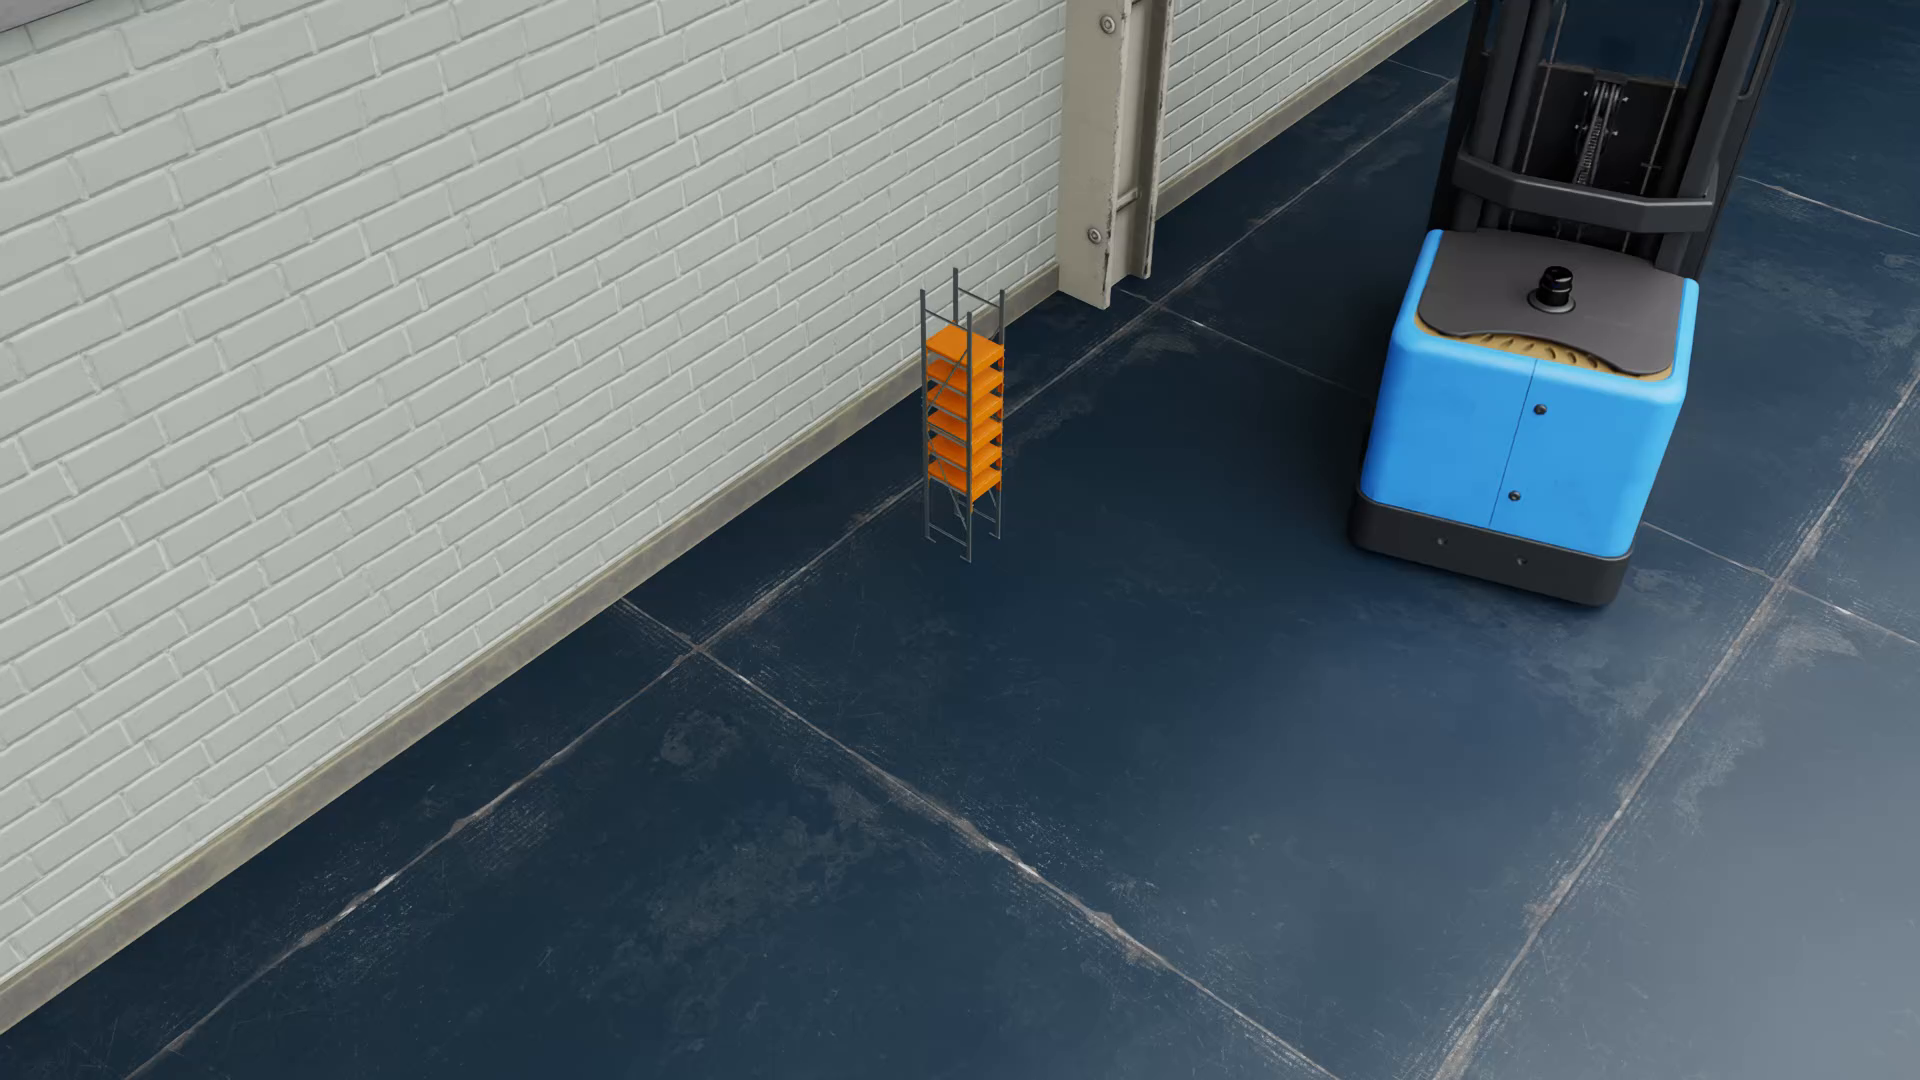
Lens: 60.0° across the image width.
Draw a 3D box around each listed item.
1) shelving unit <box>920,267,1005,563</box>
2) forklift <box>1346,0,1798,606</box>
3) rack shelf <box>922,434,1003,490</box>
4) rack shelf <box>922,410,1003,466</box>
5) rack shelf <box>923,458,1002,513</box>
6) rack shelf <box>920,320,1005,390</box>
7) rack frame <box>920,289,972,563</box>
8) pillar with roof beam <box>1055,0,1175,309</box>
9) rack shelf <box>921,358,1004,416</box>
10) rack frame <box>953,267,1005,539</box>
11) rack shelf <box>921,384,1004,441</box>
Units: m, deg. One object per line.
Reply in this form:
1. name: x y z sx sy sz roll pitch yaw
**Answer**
1. shelving unit: 0.009 -0.451 6.355 0.258 1.200 0.189 29 50 28
2. forklift: 2.568 -1.834 6.588 1.130 2.935 3.031 15 44 16
3. rack shelf: 0.009 -0.330 6.465 0.258 0.103 0.180 29 50 28
4. rack shelf: 0.009 -0.419 6.384 0.258 0.103 0.180 29 50 28
5. rack shelf: 0.009 -0.241 6.546 0.258 0.103 0.180 29 50 28
6. rack shelf: 0.009 -0.685 6.142 0.258 0.103 0.180 29 50 28
7. rack frame: -0.050 -0.404 6.303 0.240 1.200 0.006 29 50 28
8. pillar with roof beam: 3.991 -2.735 3.069 9.100 9.000 0.400 29 50 28
9. rack shelf: 0.009 -0.596 6.223 0.258 0.103 0.180 29 50 28
10. rack frame: 0.068 -0.498 6.406 0.240 1.200 0.006 29 50 28
11. rack shelf: 0.009 -0.507 6.304 0.258 0.103 0.180 29 50 28
